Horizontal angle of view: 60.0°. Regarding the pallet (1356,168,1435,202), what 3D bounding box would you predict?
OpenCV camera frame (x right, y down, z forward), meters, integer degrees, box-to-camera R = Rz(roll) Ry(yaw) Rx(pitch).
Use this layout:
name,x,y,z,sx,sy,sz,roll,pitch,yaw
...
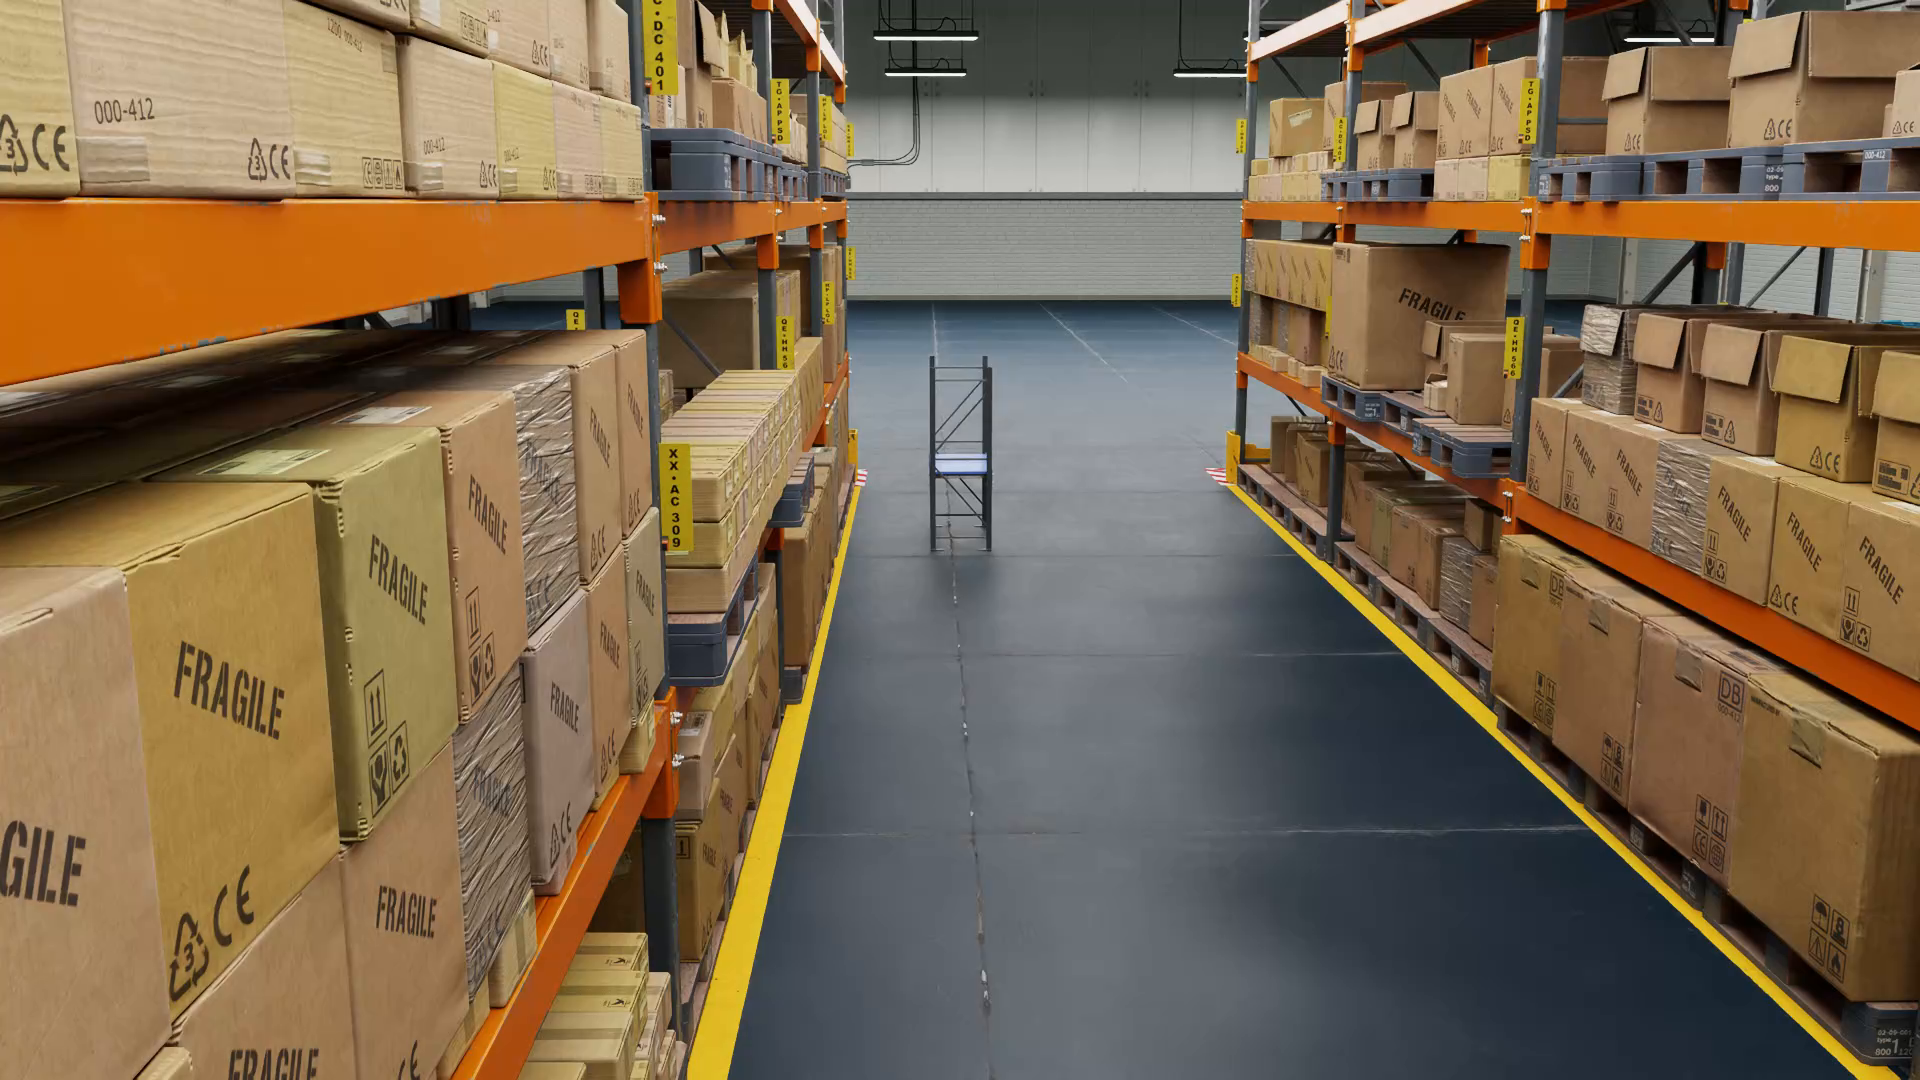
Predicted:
name,x,y,z,sx,sy,sz,roll,pitch,yaw
pallet,3.333,-2.338,10.969,1.213,0.211,1.003,0,11,-1

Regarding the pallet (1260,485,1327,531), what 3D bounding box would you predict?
name,x,y,z,sx,sy,sz,roll,pitch,yaw
pallet,3.325,-0.300,15.005,1.003,0.211,1.213,0,11,-1

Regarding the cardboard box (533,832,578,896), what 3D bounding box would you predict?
name,x,y,z,sx,sy,sz,roll,pitch,yaw
cardboard box,-1.077,0.689,3.750,0.380,0.149,0.250,-1,11,-4

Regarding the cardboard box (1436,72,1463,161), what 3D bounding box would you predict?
name,x,y,z,sx,sy,sz,roll,pitch,yaw
cardboard box,3.209,-2.553,10.045,0.500,0.500,0.500,0,11,0

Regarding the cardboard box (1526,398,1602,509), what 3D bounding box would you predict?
name,x,y,z,sx,sy,sz,roll,pitch,yaw
cardboard box,3.223,-0.446,8.461,0.500,0.500,0.500,0,11,1

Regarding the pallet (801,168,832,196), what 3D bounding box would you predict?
name,x,y,z,sx,sy,sz,roll,pitch,yaw
pallet,-1.565,-2.879,13.383,1.003,0.211,1.213,0,11,-1

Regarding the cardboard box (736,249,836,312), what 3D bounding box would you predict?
name,x,y,z,sx,sy,sz,roll,pitch,yaw
cardboard box,-1.552,-2.288,14.698,0.875,0.550,0.500,0,11,-1

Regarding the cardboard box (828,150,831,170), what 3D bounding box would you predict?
name,x,y,z,sx,sy,sz,roll,pitch,yaw
cardboard box,-1.237,-3.066,13.407,0.380,0.149,0.250,0,11,-1

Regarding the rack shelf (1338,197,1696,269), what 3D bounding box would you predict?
name,x,y,z,sx,sy,sz,roll,pitch,yaw
rack shelf,3.444,-2.010,10.685,1.077,0.370,4.000,0,11,-1

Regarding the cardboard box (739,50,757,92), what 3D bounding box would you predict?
name,x,y,z,sx,sy,sz,roll,pitch,yaw
cardboard box,-1.208,-2.309,8.176,0.396,0.266,0.258,0,11,-1

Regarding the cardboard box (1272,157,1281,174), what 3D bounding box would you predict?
name,x,y,z,sx,sy,sz,roll,pitch,yaw
cardboard box,3.067,-3.417,15.186,0.380,0.149,0.250,0,11,-1

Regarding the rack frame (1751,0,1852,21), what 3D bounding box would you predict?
name,x,y,z,sx,sy,sz,roll,pitch,yaw
rack frame,8.272,-5.045,16.295,1.000,3.000,0.127,0,11,-1

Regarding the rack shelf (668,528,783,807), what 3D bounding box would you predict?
name,x,y,z,sx,sy,sz,roll,pitch,yaw
rack shelf,-1.434,0.256,7.063,1.077,0.370,4.000,0,11,-1

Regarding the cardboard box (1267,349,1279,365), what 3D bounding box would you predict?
name,x,y,z,sx,sy,sz,roll,pitch,yaw
cardboard box,3.088,-1.705,15.552,0.380,0.149,0.250,0,11,-1

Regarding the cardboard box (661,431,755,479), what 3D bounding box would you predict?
name,x,y,z,sx,sy,sz,roll,pitch,yaw
cardboard box,-0.959,-0.310,6.120,0.380,0.149,0.250,0,11,-2

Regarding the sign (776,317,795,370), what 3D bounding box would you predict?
name,x,y,z,sx,sy,sz,roll,pitch,yaw
sign,-0.933,-1.027,8.864,0.100,0.325,0.005,0,11,-1

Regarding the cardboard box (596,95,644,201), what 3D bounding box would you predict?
name,x,y,z,sx,sy,sz,roll,pitch,yaw
cardboard box,-1.113,-0.999,4.273,0.500,0.250,0.500,0,11,0

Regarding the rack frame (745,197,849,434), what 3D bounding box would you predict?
name,x,y,z,sx,sy,sz,roll,pitch,yaw
rack frame,-1.641,-2.085,16.790,1.000,3.000,0.127,0,11,-1

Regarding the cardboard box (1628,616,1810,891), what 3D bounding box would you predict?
name,x,y,z,sx,sy,sz,roll,pitch,yaw
cardboard box,3.515,0.831,6.705,1.225,0.875,0.875,-1,11,-3

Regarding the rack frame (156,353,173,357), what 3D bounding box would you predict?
name,x,y,z,sx,sy,sz,roll,pitch,yaw
rack frame,-6.505,-1.249,12.671,1.000,3.000,0.127,0,11,-1

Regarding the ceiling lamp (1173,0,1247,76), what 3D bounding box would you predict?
name,x,y,z,sx,sy,sz,roll,pitch,yaw
ceiling lamp,6.218,-12.956,40.606,2.000,3.185,0.800,0,11,-1

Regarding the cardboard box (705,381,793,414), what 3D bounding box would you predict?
name,x,y,z,sx,sy,sz,roll,pitch,yaw
cardboard box,-0.999,-0.671,7.901,0.380,0.149,0.250,0,11,1

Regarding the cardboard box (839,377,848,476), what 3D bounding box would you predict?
name,x,y,z,sx,sy,sz,roll,pitch,yaw
cardboard box,-1.561,-1.115,16.296,0.875,0.875,0.875,0,11,-1

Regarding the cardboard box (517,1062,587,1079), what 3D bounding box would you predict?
name,x,y,z,sx,sy,sz,roll,pitch,yaw
cardboard box,-1.141,1.422,4.122,0.380,0.149,0.250,0,11,1

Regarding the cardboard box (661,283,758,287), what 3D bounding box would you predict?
name,x,y,z,sx,sy,sz,roll,pitch,yaw
cardboard box,-1.500,-1.325,10.280,0.700,0.500,0.500,0,11,-2

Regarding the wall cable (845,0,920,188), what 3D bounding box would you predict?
name,x,y,z,sx,sy,sz,roll,pitch,yaw
wall cable,-2.304,-13.078,47.336,2.305,6.003,0.169,0,11,-1

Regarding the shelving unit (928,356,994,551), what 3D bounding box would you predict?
name,x,y,z,sx,sy,sz,roll,pitch,yaw
shelving unit,-0.002,-0.752,13.994,0.538,1.500,1.048,0,11,-1

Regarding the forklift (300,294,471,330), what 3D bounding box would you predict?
name,x,y,z,sx,sy,sz,roll,pitch,yaw
forklift,-4.023,-0.972,11.479,1.130,2.935,3.031,-9,15,-38

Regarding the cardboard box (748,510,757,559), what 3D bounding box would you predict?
name,x,y,z,sx,sy,sz,roll,pitch,yaw
cardboard box,-0.958,-0.017,6.173,0.380,0.149,0.250,0,11,-1

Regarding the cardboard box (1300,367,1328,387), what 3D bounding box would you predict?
name,x,y,z,sx,sy,sz,roll,pitch,yaw
cardboard box,3.047,-1.357,13.836,0.380,0.149,0.250,0,11,-1

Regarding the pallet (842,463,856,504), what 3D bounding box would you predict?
name,x,y,z,sx,sy,sz,roll,pitch,yaw
pallet,-1.546,-0.559,16.285,1.003,0.211,1.213,0,11,-1

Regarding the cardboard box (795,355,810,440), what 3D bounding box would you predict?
name,x,y,z,sx,sy,sz,roll,pitch,yaw
cardboard box,-1.246,-0.934,10.867,0.500,0.500,0.500,0,11,-2

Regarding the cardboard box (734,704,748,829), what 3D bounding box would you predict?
name,x,y,z,sx,sy,sz,roll,pitch,yaw
cardboard box,-1.180,0.963,6.999,0.500,0.500,0.500,0,11,0

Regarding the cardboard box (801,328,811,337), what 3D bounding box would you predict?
name,x,y,z,sx,sy,sz,roll,pitch,yaw
cardboard box,-1.578,-1.436,13.217,0.875,0.550,0.550,0,11,-1

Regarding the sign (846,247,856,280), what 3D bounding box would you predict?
name,x,y,z,sx,sy,sz,roll,pitch,yaw
sign,-1.098,-2.768,16.648,0.100,0.325,0.005,0,11,-1

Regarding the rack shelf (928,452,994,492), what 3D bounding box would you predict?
name,x,y,z,sx,sy,sz,roll,pitch,yaw
rack shelf,-0.002,-0.576,14.029,0.538,0.185,1.000,0,11,-1

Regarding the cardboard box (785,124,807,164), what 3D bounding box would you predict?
name,x,y,z,sx,sy,sz,roll,pitch,yaw
cardboard box,-1.313,-2.696,11.330,0.500,0.250,0.500,0,11,-2

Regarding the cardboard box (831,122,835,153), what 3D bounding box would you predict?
name,x,y,z,sx,sy,sz,roll,pitch,yaw
cardboard box,-1.311,-3.385,13.979,0.500,0.250,0.500,0,11,-2

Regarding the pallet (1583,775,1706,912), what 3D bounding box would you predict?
name,x,y,z,sx,sy,sz,roll,pitch,yaw
pallet,3.449,1.271,7.263,1.003,0.211,1.213,0,11,-1

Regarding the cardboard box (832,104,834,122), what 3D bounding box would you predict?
name,x,y,z,sx,sy,sz,roll,pitch,yaw
cardboard box,-1.249,-3.558,13.829,0.380,0.149,0.250,0,11,-1

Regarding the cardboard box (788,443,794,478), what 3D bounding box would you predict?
name,x,y,z,sx,sy,sz,roll,pitch,yaw
cardboard box,-0.997,-0.380,7.965,0.380,0.149,0.250,0,11,0

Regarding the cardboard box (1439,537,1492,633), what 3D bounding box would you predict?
name,x,y,z,sx,sy,sz,roll,pitch,yaw
cardboard box,3.427,0.272,10.357,0.700,0.500,0.500,-1,12,-6

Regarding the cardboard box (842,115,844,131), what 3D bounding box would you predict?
name,x,y,z,sx,sy,sz,roll,pitch,yaw
cardboard box,-1.286,-3.911,15.566,0.380,0.149,0.250,0,11,0

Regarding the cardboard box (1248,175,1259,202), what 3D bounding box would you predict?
name,x,y,z,sx,sy,sz,roll,pitch,yaw
cardboard box,3.072,-3.385,16.031,0.500,0.250,0.500,0,11,1

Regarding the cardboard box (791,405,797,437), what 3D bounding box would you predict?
name,x,y,z,sx,sy,sz,roll,pitch,yaw
cardboard box,-1.003,-0.573,8.168,0.380,0.149,0.250,0,11,1

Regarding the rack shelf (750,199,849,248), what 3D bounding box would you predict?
name,x,y,z,sx,sy,sz,roll,pitch,yaw
rack shelf,-1.600,-2.804,14.603,1.077,0.370,4.000,0,11,-1

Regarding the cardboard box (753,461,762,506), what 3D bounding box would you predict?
name,x,y,z,sx,sy,sz,roll,pitch,yaw
cardboard box,-0.968,-0.216,6.406,0.380,0.149,0.250,0,11,1

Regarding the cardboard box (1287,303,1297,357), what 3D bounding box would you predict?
name,x,y,z,sx,sy,sz,roll,pitch,yaw
cardboard box,3.400,-1.872,14.744,0.875,0.500,0.500,0,11,-1

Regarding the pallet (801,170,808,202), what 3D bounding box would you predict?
name,x,y,z,sx,sy,sz,roll,pitch,yaw
pallet,-1.490,-2.484,11.694,0.805,0.209,1.217,-1,11,-3

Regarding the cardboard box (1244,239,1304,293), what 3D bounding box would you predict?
name,x,y,z,sx,sy,sz,roll,pitch,yaw
cardboard box,3.059,-2.659,16.108,0.500,0.500,0.500,0,11,-1

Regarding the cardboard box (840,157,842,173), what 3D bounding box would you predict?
name,x,y,z,sx,sy,sz,roll,pitch,yaw
cardboard box,-1.274,-3.419,15.148,0.380,0.149,0.250,0,11,-2

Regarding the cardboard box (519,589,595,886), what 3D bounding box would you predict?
name,x,y,z,sx,sy,sz,roll,pitch,yaw
cardboard box,-1.082,0.403,3.528,0.500,0.500,0.500,0,11,-1

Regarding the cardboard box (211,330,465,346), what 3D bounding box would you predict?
name,x,y,z,sx,sy,sz,roll,pitch,yaw
cardboard box,-1.627,-0.293,4.446,0.500,0.500,0.500,0,11,0

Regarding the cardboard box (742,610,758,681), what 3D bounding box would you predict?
name,x,y,z,sx,sy,sz,roll,pitch,yaw
cardboard box,-1.183,0.494,7.426,0.500,0.250,0.500,0,11,0

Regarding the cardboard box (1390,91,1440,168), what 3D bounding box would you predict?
name,x,y,z,sx,sy,sz,roll,pitch,yaw
cardboard box,3.334,-2.735,11.136,0.797,0.503,0.637,0,11,1

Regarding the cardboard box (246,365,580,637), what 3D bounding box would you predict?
name,x,y,z,sx,sy,sz,roll,pitch,yaw
cardboard box,-1.100,-0.087,3.430,0.500,0.500,0.500,0,11,0

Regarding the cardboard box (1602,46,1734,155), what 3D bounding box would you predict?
name,x,y,z,sx,sy,sz,roll,pitch,yaw
cardboard box,3.570,-2.100,8.006,0.797,0.503,0.637,0,11,2
